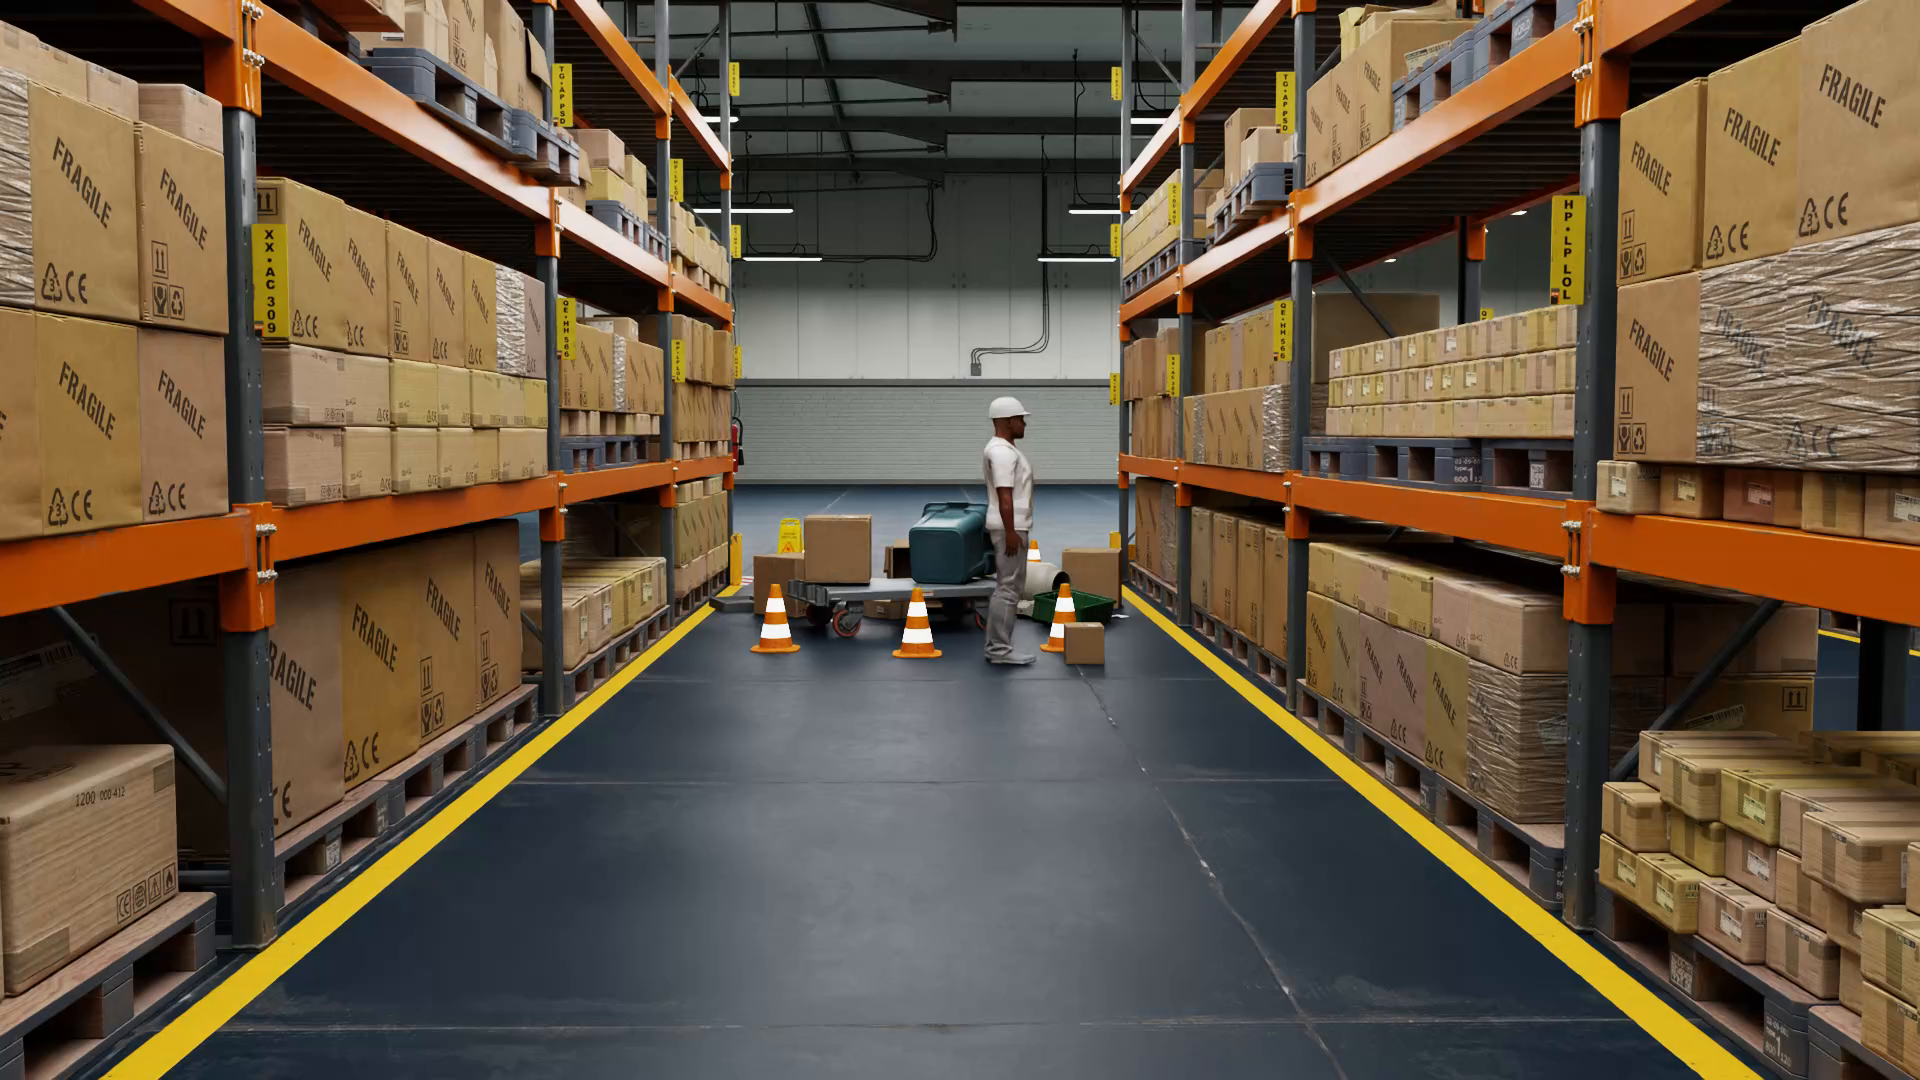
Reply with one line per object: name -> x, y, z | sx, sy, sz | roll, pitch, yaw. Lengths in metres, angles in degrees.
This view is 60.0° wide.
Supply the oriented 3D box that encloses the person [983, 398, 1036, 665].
person -> 0.328, -0.057, 11.068 | 0.354, 1.777, 0.563 | 0, 4, 0
